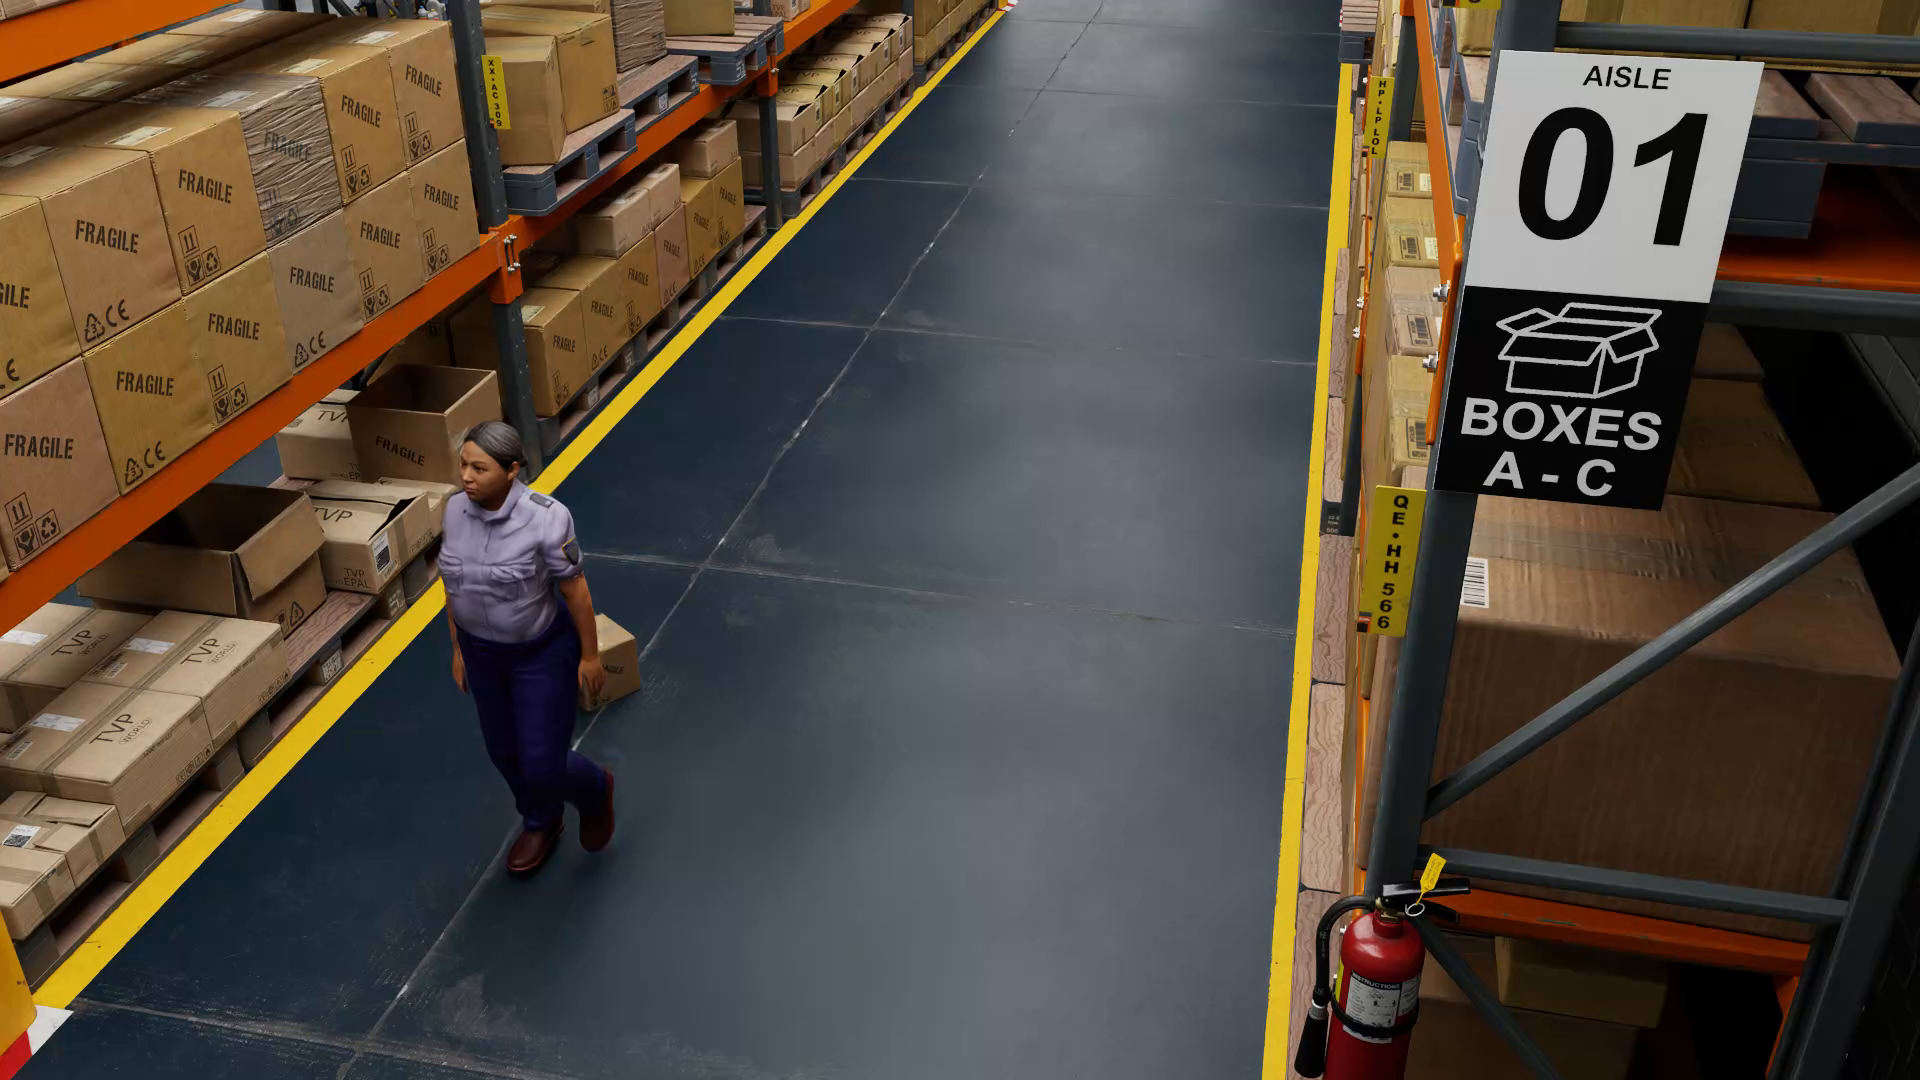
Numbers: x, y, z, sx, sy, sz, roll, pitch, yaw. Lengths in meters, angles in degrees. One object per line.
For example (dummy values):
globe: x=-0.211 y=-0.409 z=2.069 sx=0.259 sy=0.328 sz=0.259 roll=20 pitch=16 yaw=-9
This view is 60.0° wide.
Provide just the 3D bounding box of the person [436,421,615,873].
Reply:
person: x=-1.432 y=0.381 z=5.400 sx=0.510 sy=1.648 sz=0.458 roll=11 pitch=31 yaw=19
